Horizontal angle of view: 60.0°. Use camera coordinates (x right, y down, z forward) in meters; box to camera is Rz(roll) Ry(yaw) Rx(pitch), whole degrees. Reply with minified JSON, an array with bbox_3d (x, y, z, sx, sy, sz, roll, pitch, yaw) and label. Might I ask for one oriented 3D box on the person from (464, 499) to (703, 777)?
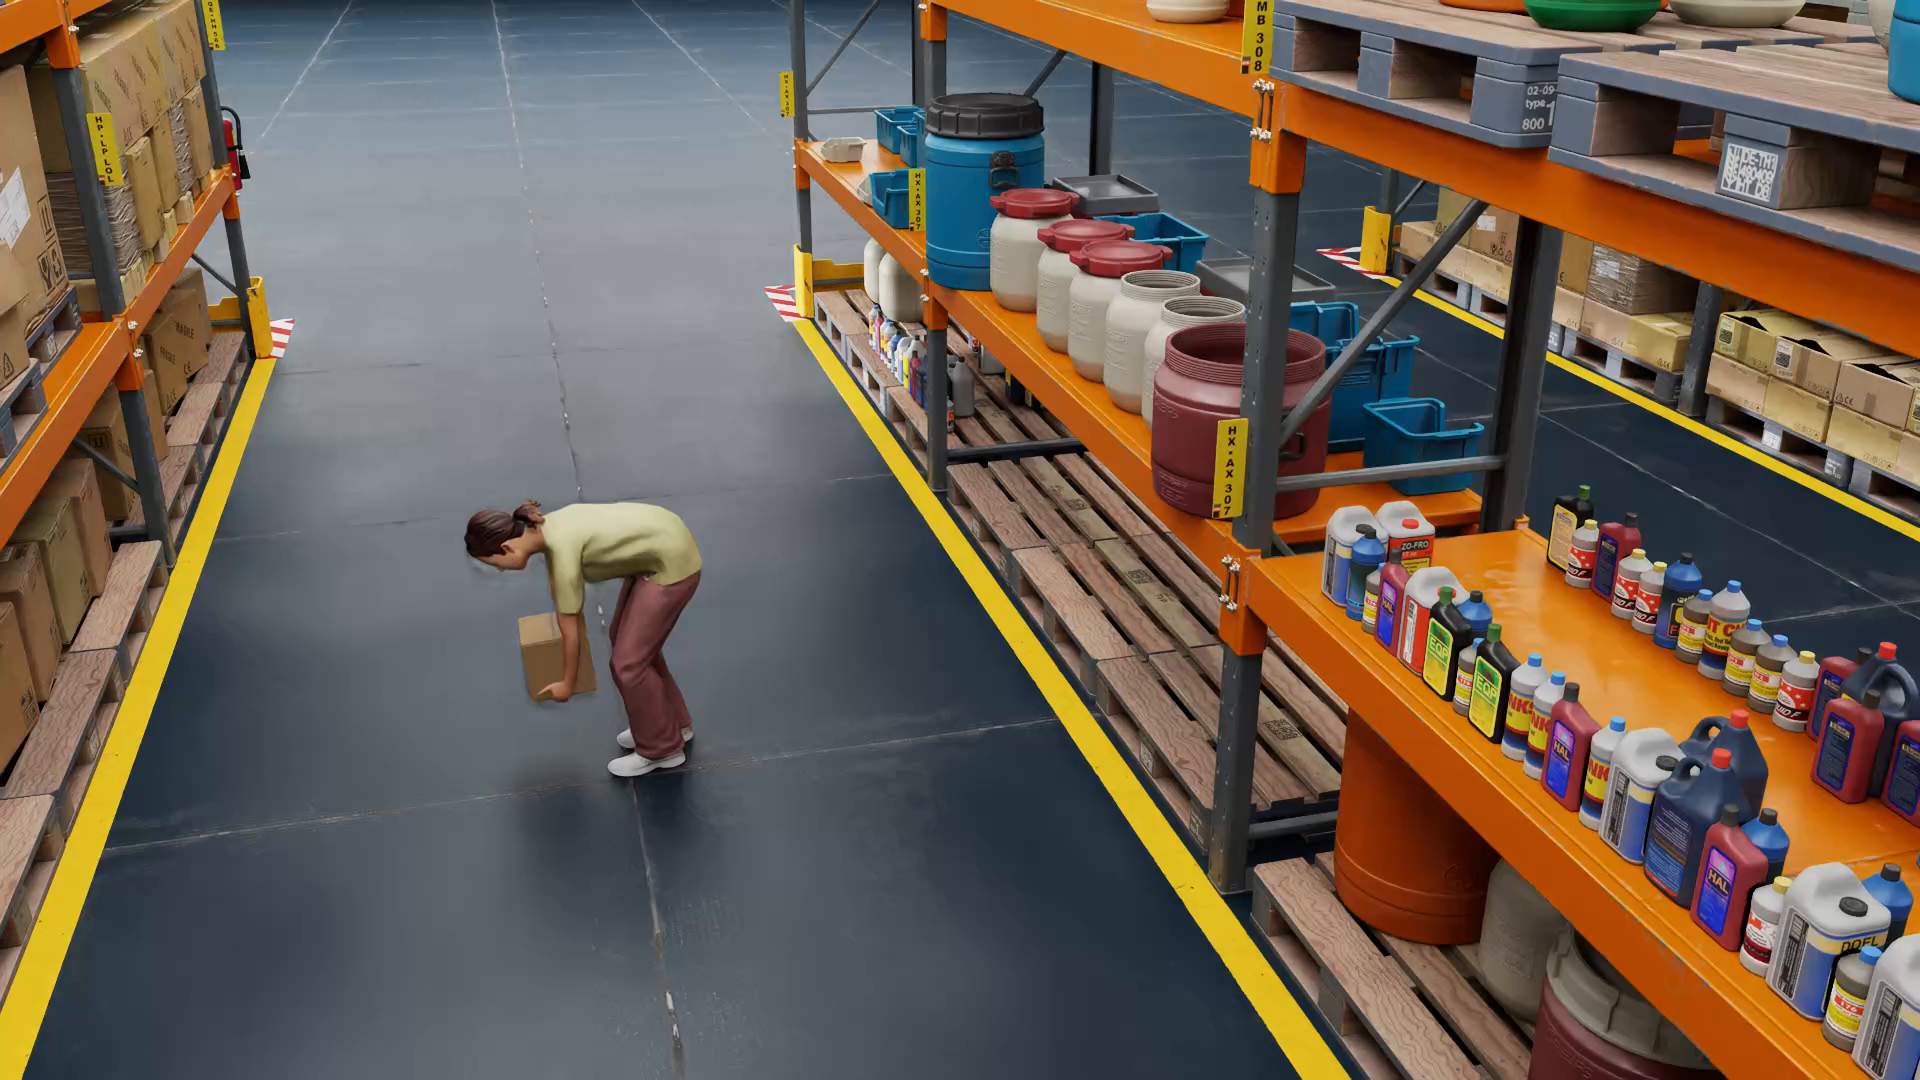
[{"bbox_3d":[-1.416,0.359,6.417,0.865,1.158,0.415,-7,24,-16],"label":"person"}]
